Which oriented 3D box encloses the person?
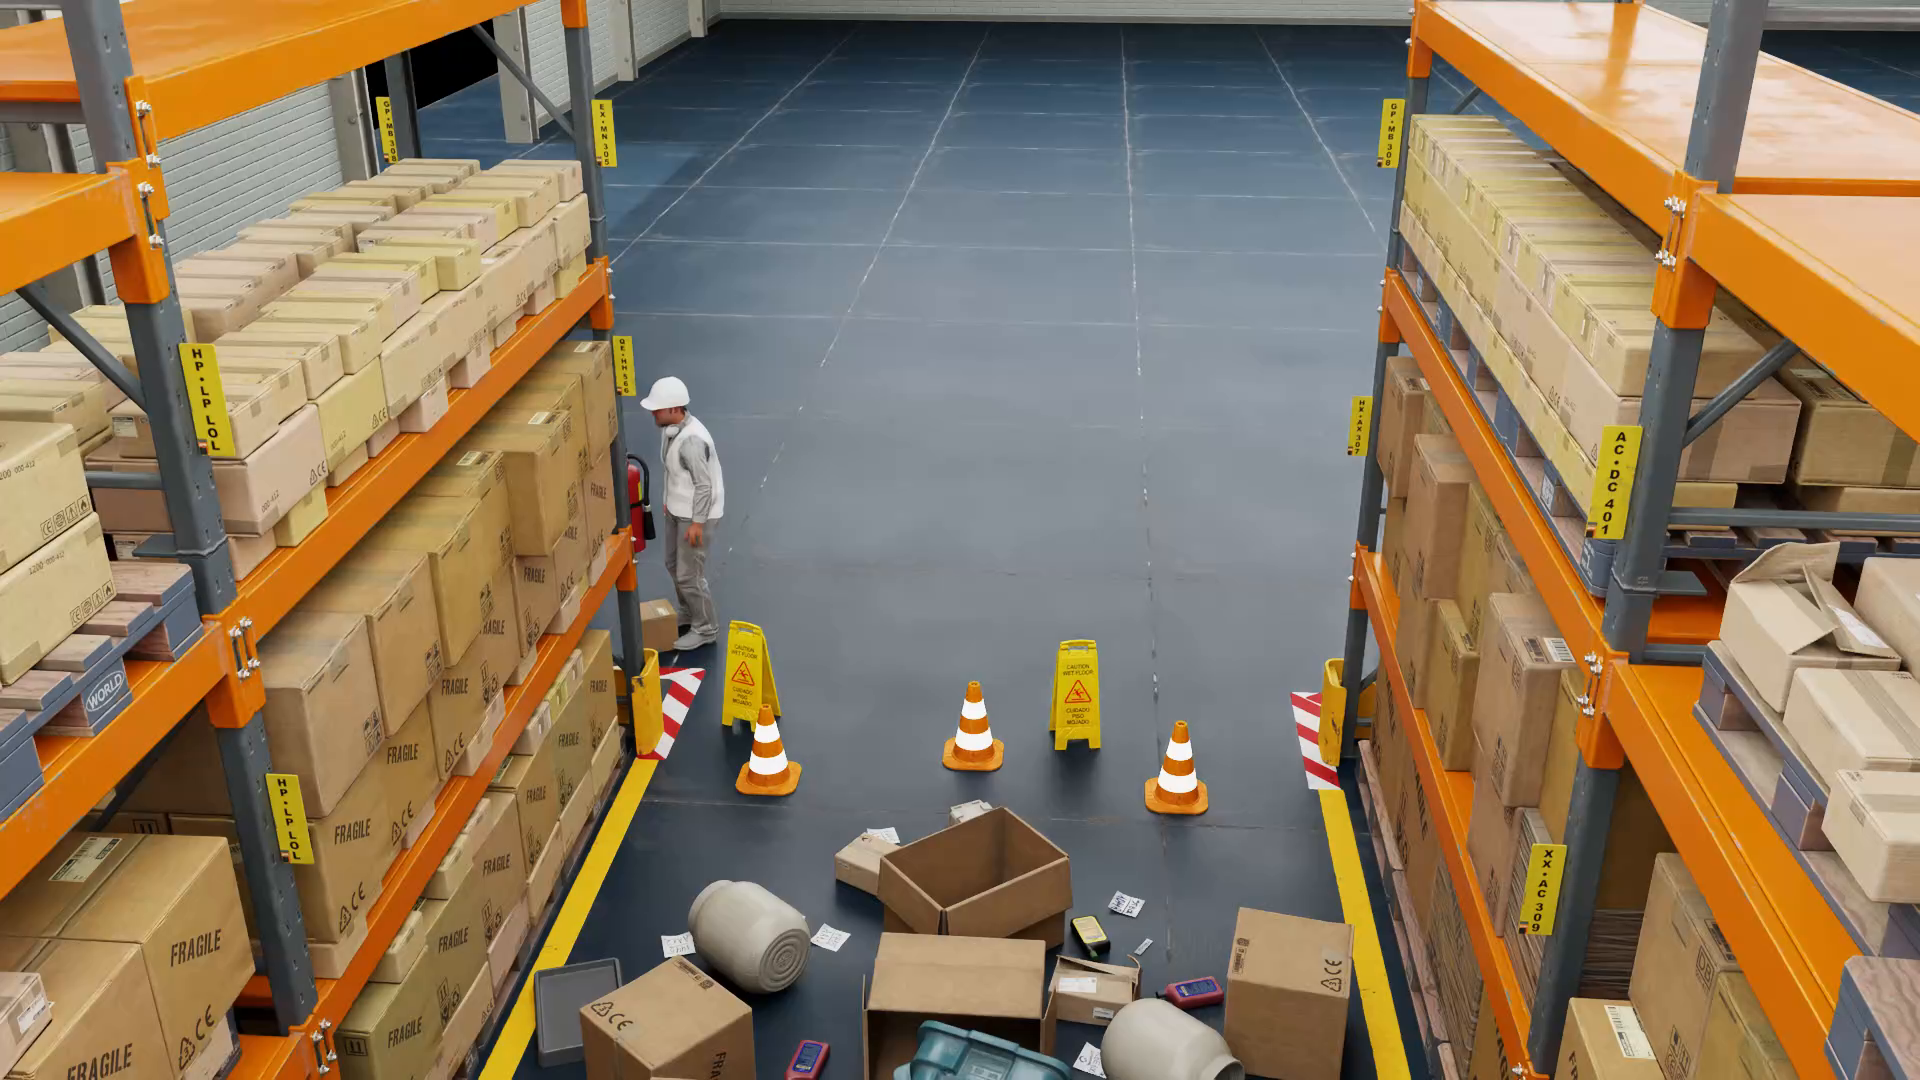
[{"bbox_3d":[-1.712,-0.186,10.390,0.465,1.769,0.583,-11,27,-23],"label":"person"}]
